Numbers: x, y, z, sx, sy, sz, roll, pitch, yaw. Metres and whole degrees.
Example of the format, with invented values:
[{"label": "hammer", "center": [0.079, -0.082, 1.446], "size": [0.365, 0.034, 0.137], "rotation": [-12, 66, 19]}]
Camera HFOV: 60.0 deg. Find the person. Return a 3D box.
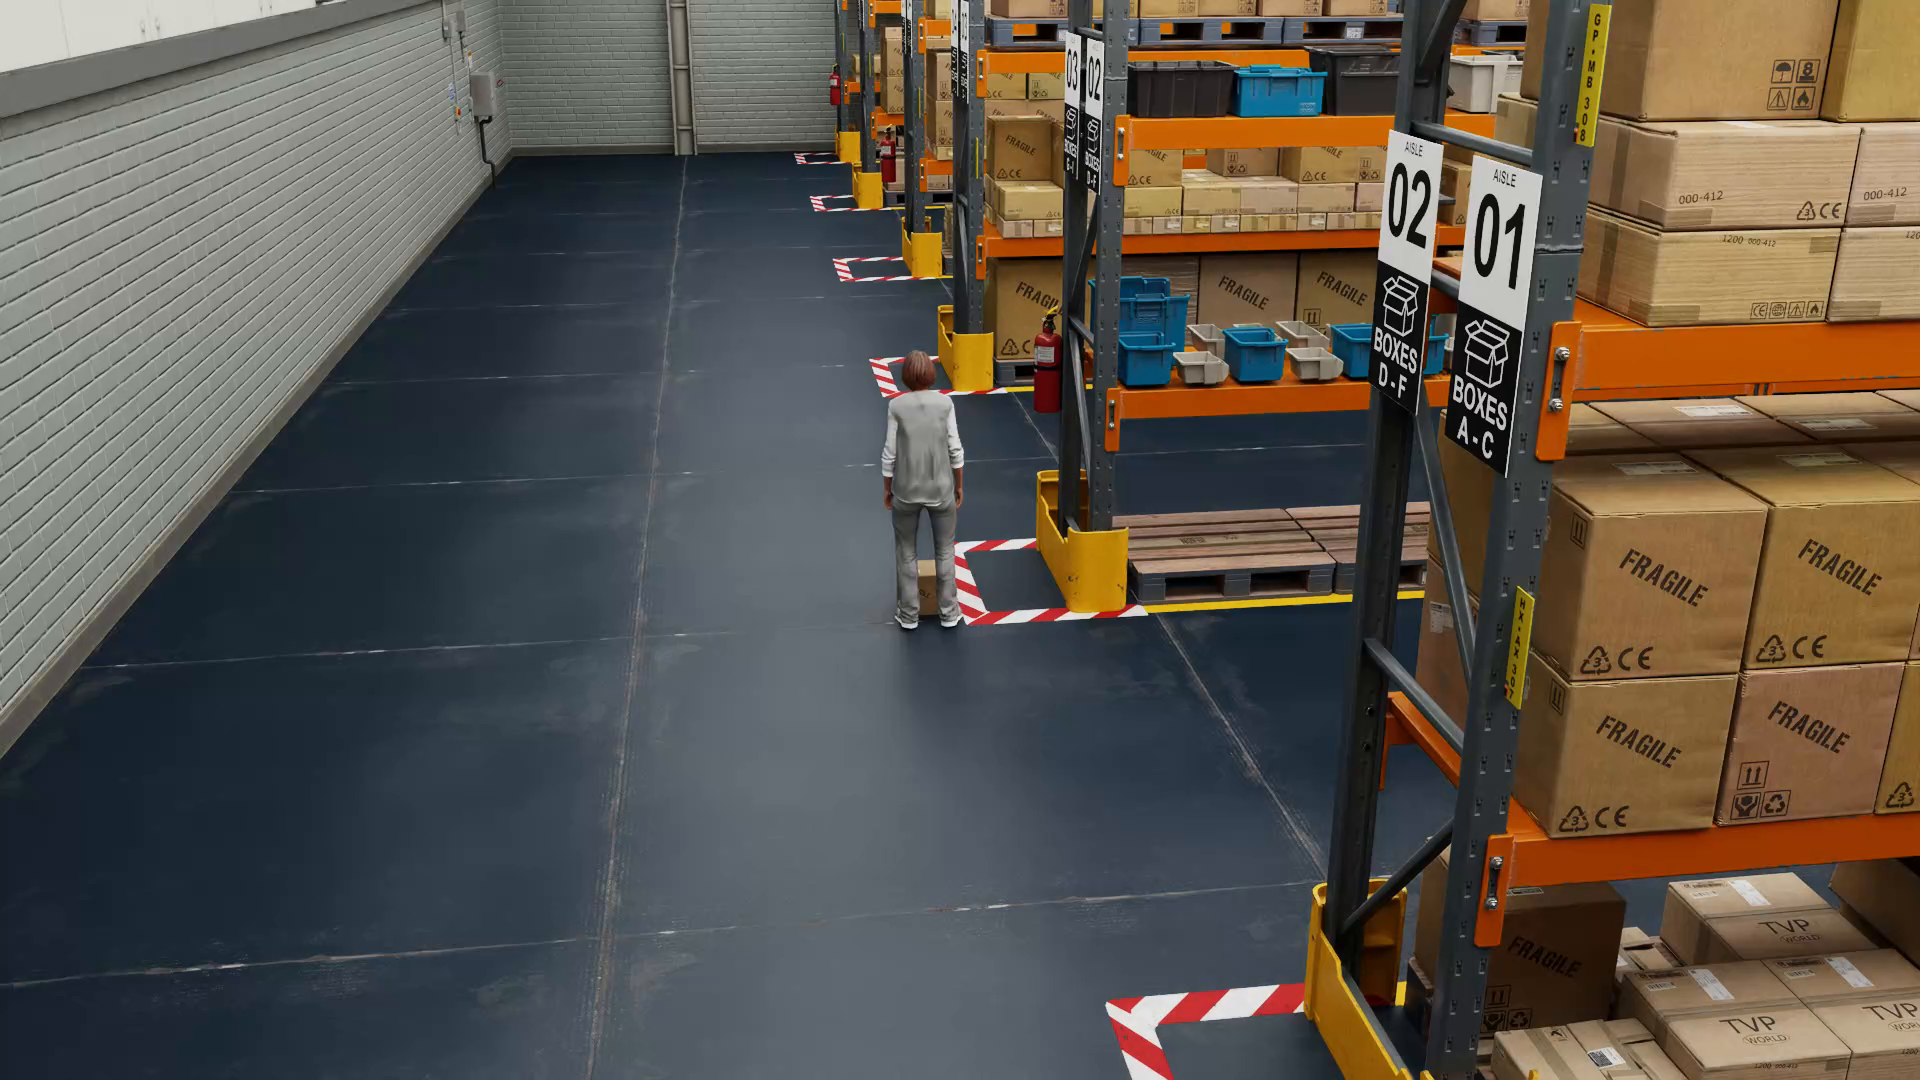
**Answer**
[{"label": "person", "center": [-0.203, -0.269, 9.317], "size": [0.449, 1.593, 0.317], "rotation": [-2, 20, -5]}]
